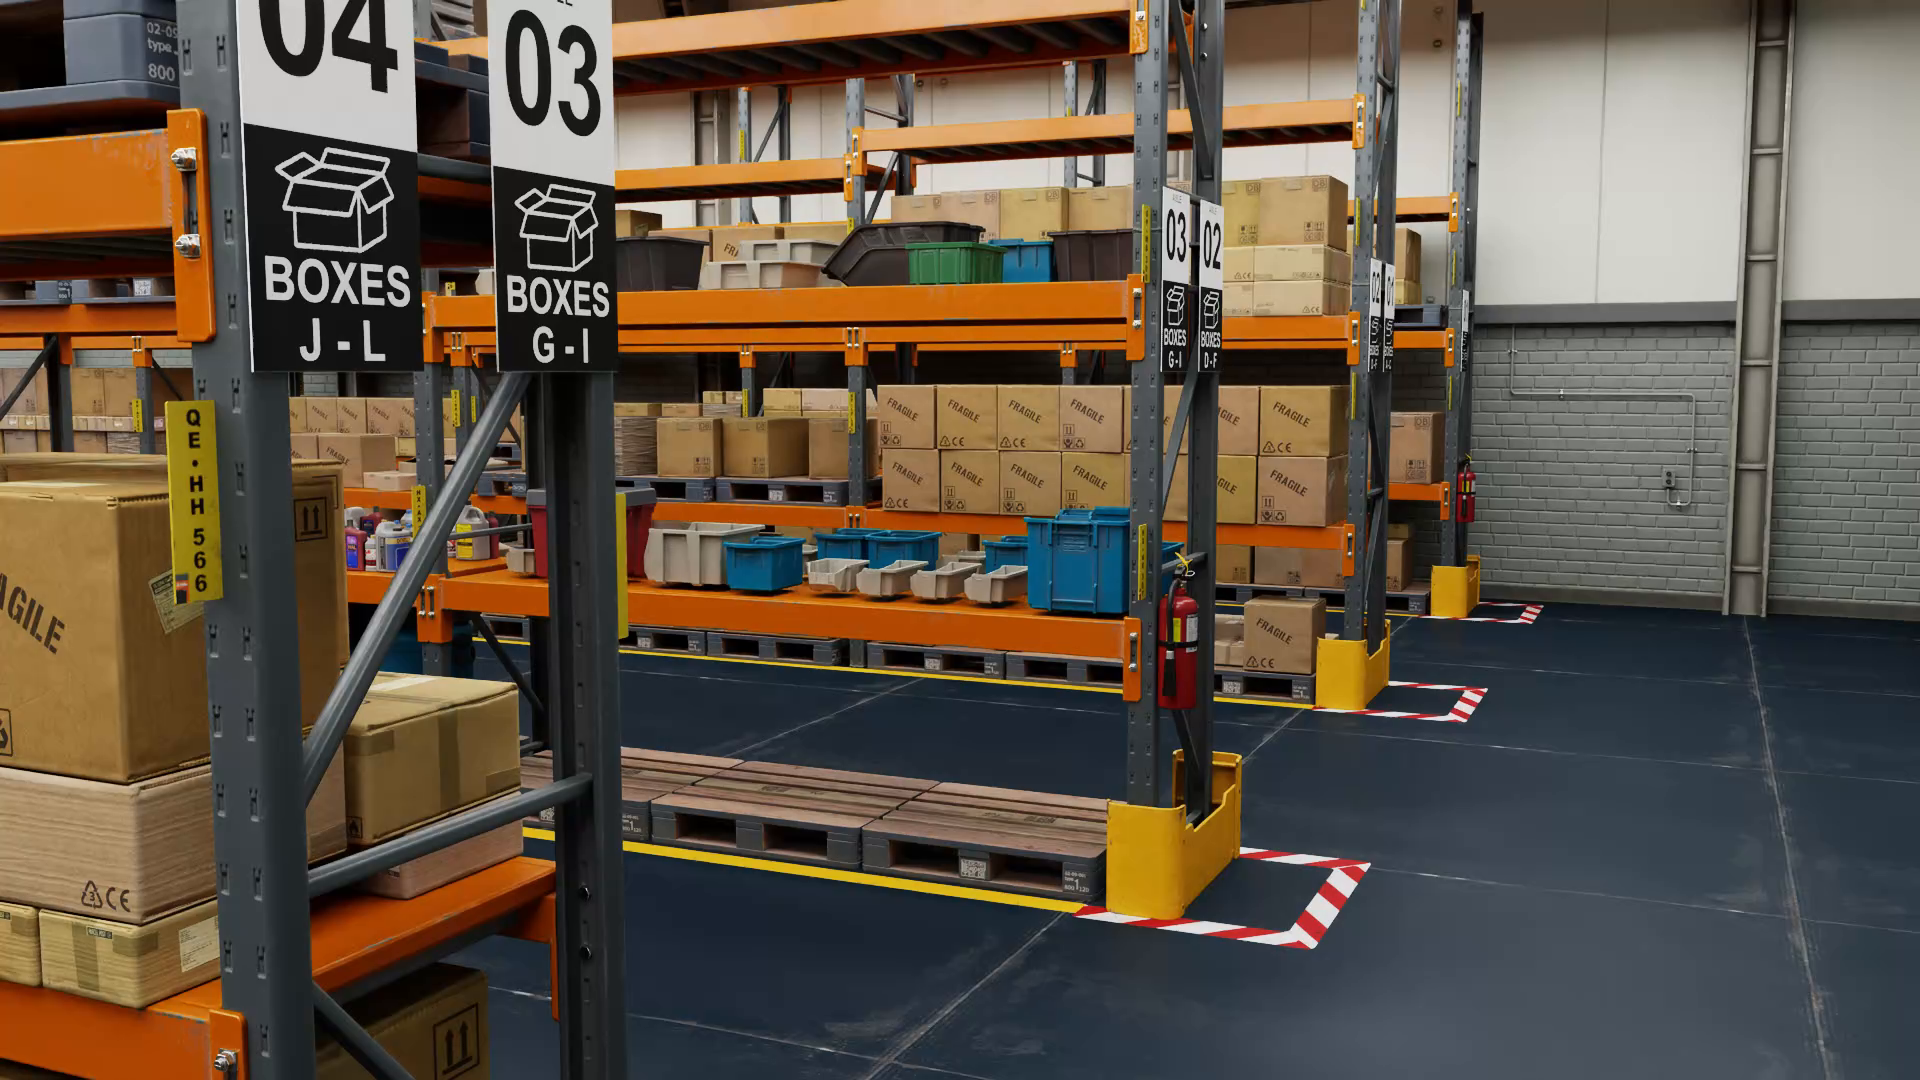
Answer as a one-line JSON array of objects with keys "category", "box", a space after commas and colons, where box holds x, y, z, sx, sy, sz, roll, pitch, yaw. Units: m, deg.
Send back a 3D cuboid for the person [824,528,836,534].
[{"category": "person", "box": [-1.040, -0.002, 16.073, 0.491, 1.579, 0.419, 3, 6, 23]}]
